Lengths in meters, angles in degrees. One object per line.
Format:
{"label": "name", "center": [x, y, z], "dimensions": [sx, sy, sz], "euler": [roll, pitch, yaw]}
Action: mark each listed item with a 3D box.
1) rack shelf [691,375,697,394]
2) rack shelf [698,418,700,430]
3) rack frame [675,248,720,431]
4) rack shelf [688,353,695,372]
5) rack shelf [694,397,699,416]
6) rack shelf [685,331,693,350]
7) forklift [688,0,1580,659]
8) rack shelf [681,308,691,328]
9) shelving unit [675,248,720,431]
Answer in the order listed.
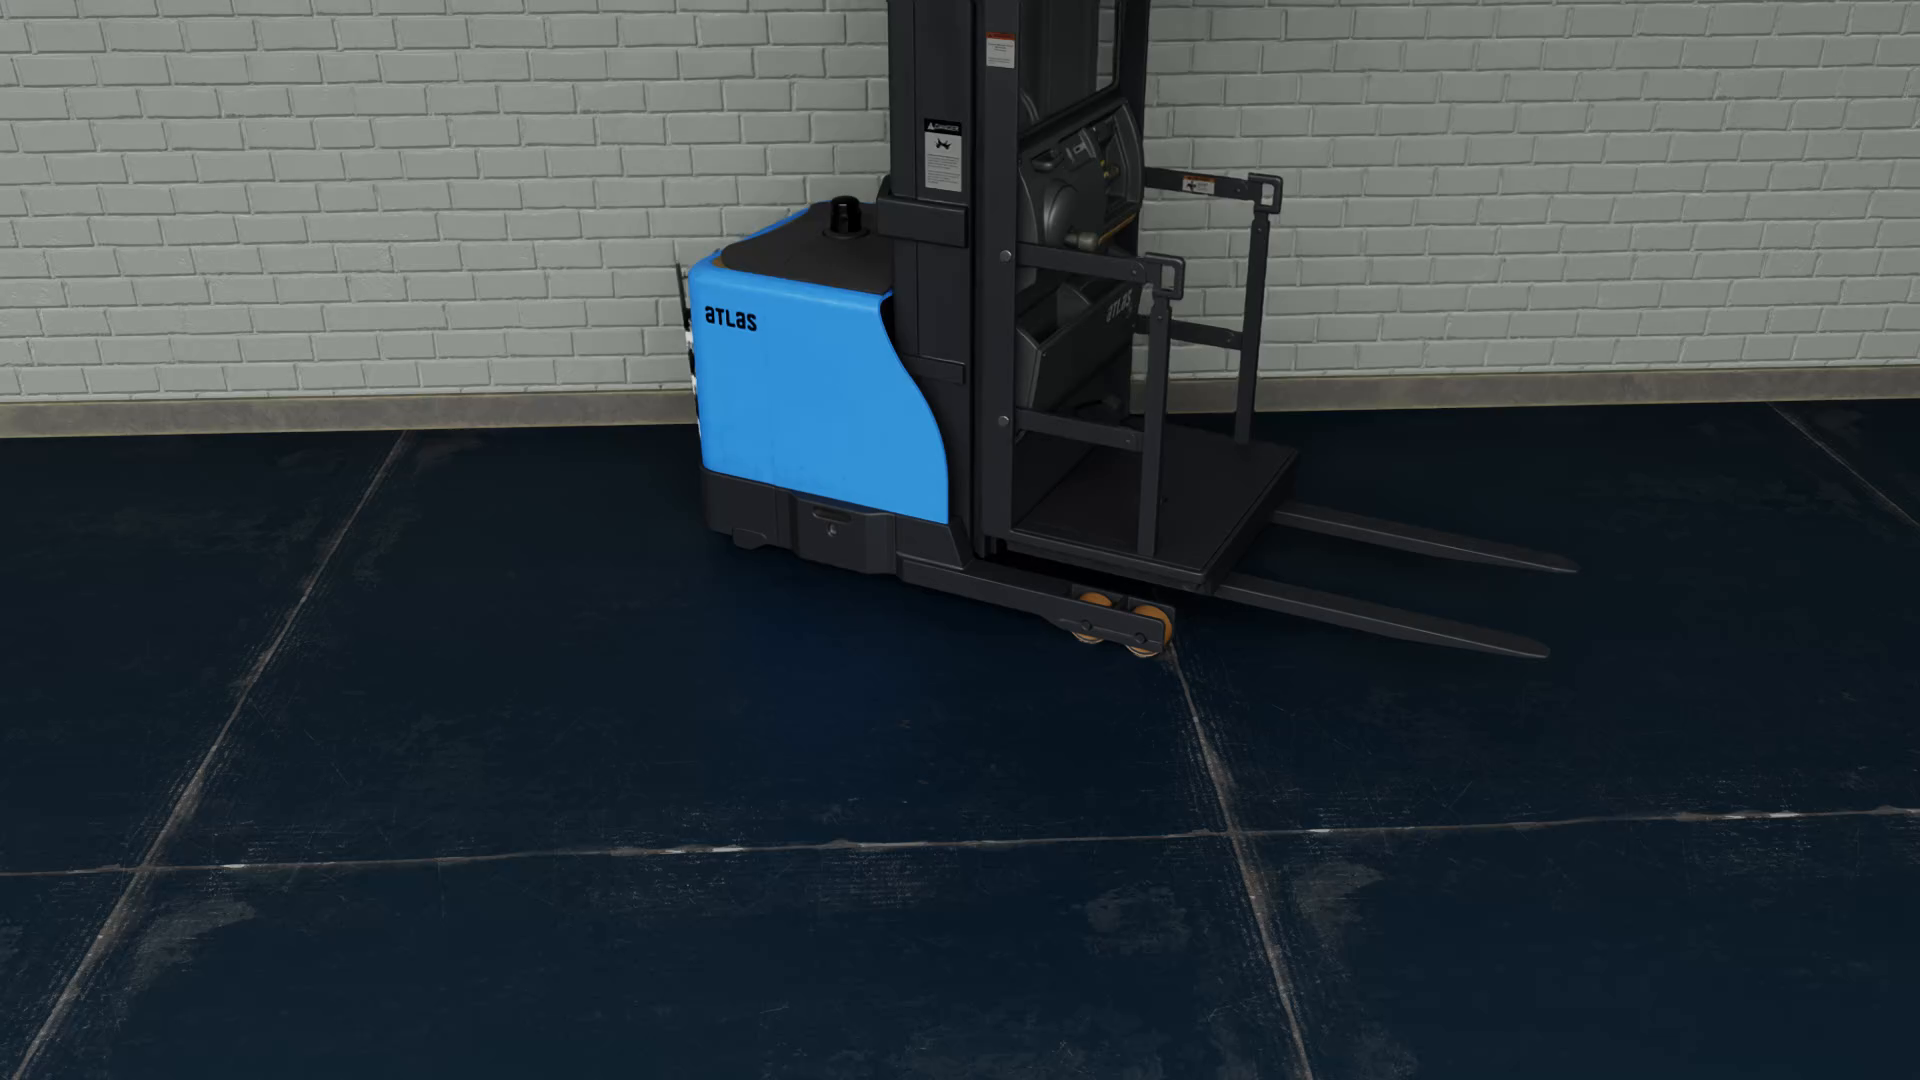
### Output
{"label": "rack shelf", "center": [-0.894, -0.636, 6.551], "dimensions": [0.200, 0.077, 0.258], "euler": [13, 30, 34]}
{"label": "rack shelf", "center": [-0.881, -0.473, 6.626], "dimensions": [0.200, 0.077, 0.258], "euler": [13, 30, 34]}
{"label": "rack frame", "center": [-0.979, -0.685, 6.594], "dimensions": [0.006, 0.900, 0.240], "euler": [13, 30, 34]}
{"label": "rack shelf", "center": [-0.901, -0.718, 6.514], "dimensions": [0.200, 0.077, 0.258], "euler": [13, 30, 34]}
{"label": "rack shelf", "center": [-0.888, -0.554, 6.588], "dimensions": [0.200, 0.077, 0.258], "euler": [13, 30, 34]}
{"label": "rack shelf", "center": [-0.907, -0.799, 6.476], "dimensions": [0.200, 0.077, 0.258], "euler": [13, 30, 34]}
{"label": "forklift", "center": [0.589, -1.194, 5.369], "dimensions": [3.031, 2.935, 1.130], "euler": [13, 30, 23]}
{"label": "rack shelf", "center": [-0.914, -0.881, 6.439], "dimensions": [0.200, 0.077, 0.258], "euler": [13, 30, 34]}
{"label": "shelving unit", "center": [-0.897, -0.666, 6.537], "dimensions": [0.210, 0.900, 0.258], "euler": [13, 30, 34]}
